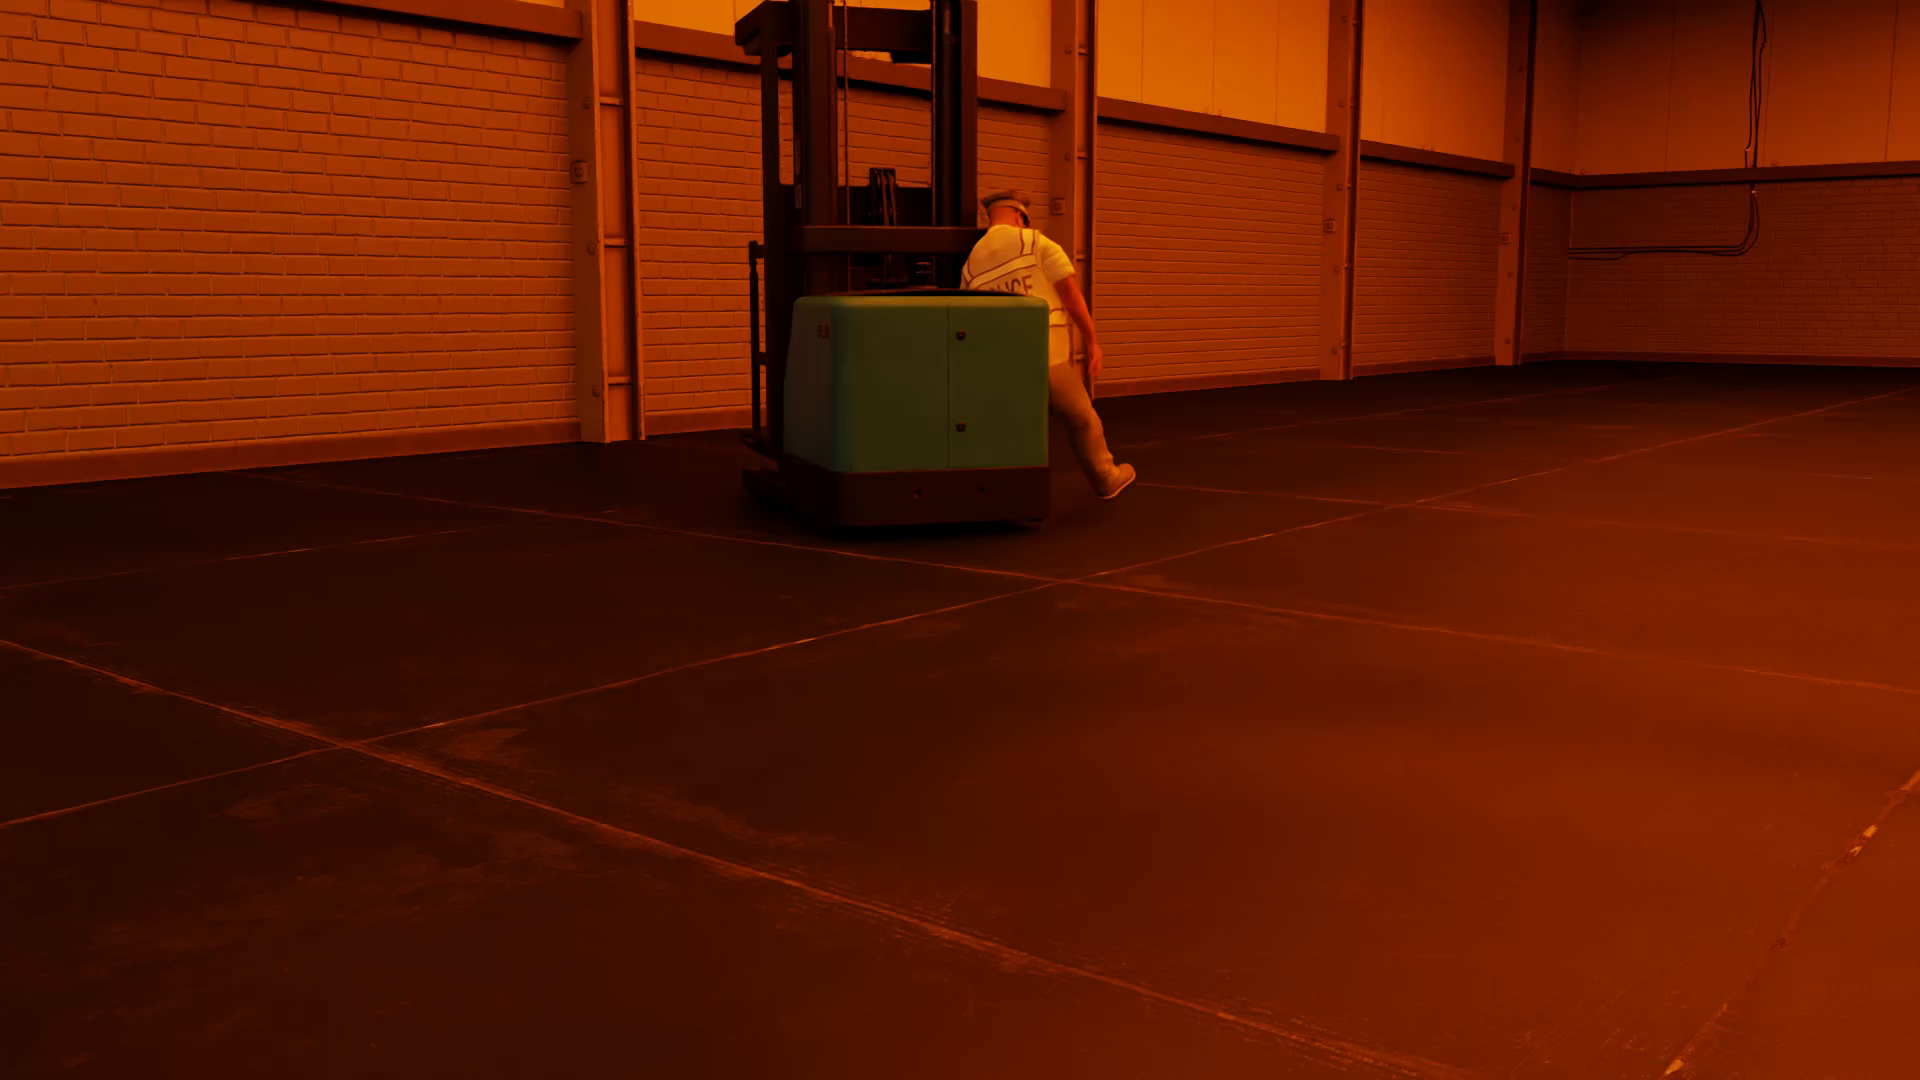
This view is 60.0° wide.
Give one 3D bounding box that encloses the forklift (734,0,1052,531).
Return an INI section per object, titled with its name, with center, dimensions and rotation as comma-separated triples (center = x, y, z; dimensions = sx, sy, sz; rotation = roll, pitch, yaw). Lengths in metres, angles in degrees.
[forklift]
center = -0.535, -1.664, 8.654
dimensions = 1.130, 2.935, 3.031
rotation = -3, 9, -19

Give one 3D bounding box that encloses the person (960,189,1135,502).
[person]
center = 0.319, -0.944, 8.232
dimensions = 0.989, 1.530, 1.046
rotation = 4, 9, 27
